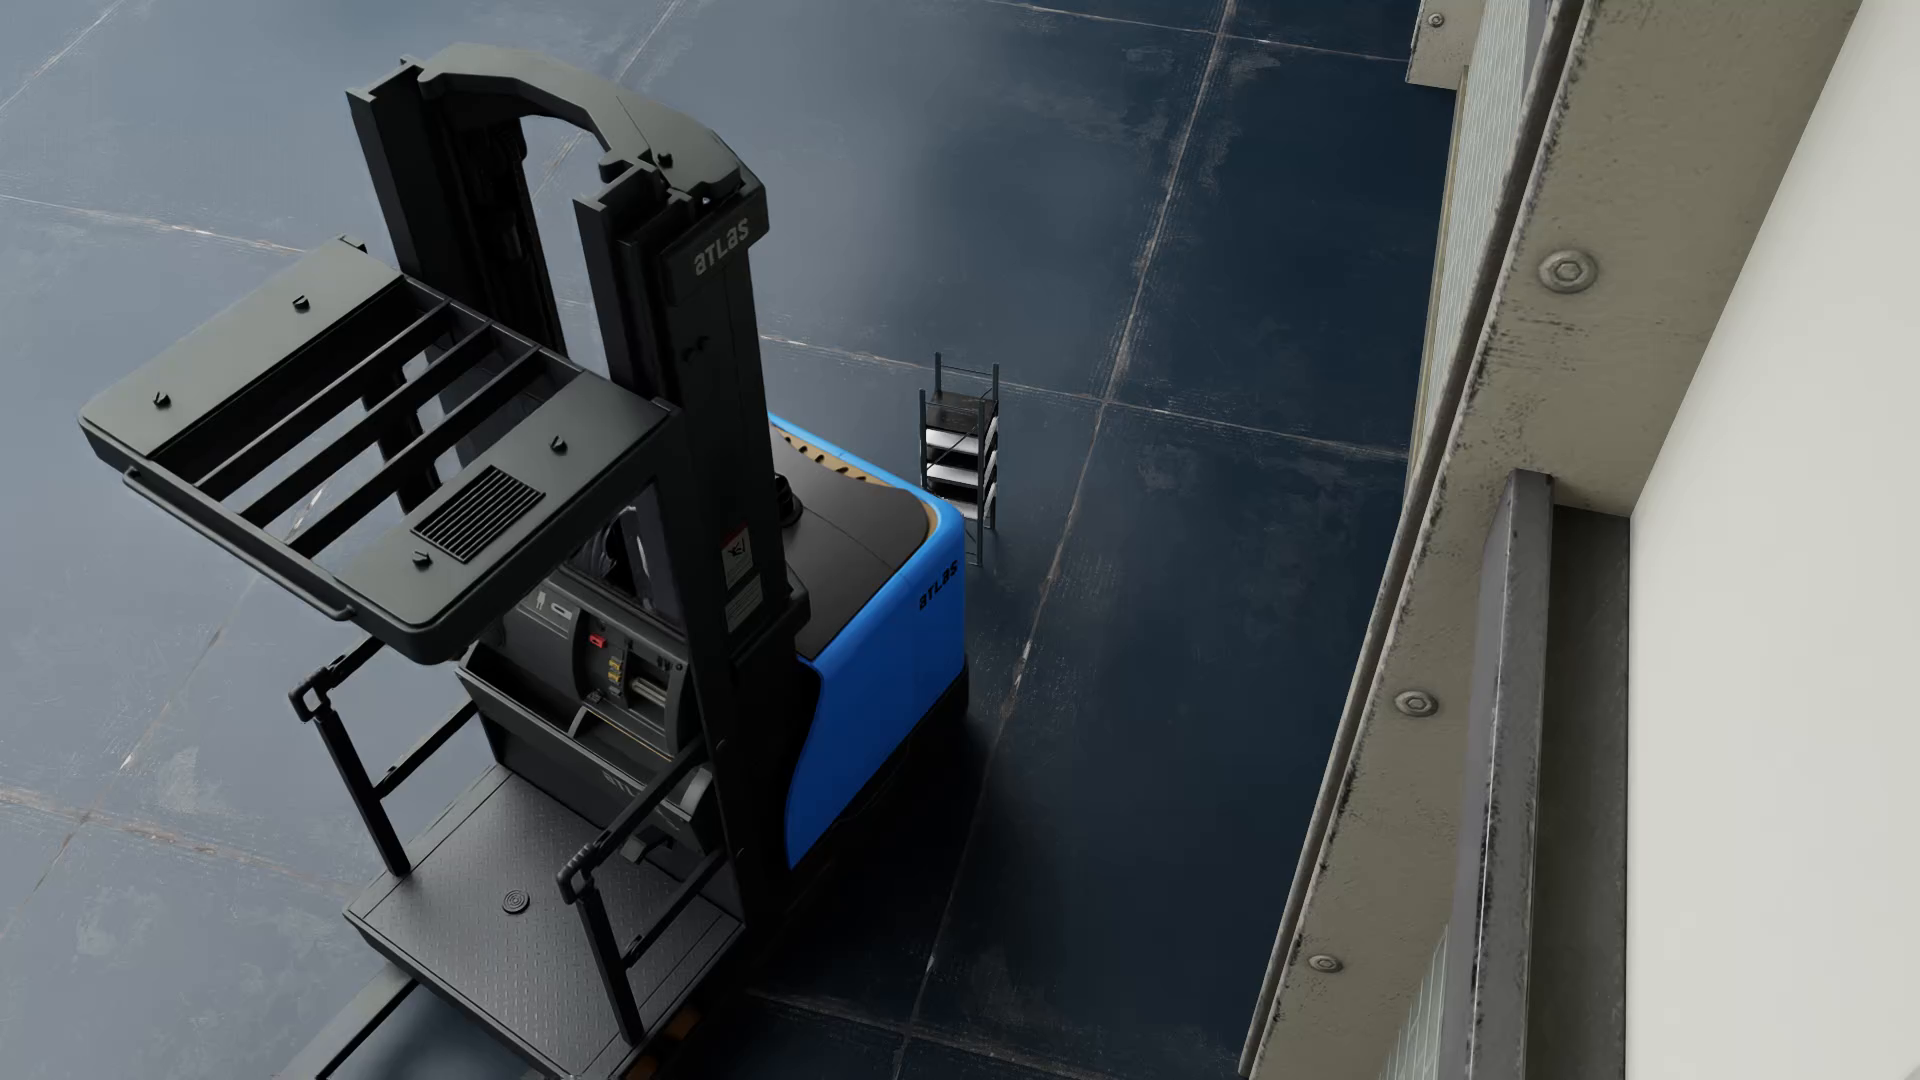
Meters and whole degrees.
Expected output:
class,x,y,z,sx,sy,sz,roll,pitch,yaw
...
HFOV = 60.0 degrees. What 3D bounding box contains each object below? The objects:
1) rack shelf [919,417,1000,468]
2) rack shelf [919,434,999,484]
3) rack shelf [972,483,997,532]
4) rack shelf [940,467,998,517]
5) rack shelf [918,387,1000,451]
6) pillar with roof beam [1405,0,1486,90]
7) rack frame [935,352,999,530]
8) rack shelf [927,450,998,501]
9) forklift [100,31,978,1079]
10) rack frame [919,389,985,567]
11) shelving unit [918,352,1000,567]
class,x,y,z,sx,sy,sz,roll,pitch,yaw
rack shelf,-0.002,-0.389,6.216,0.258,0.077,0.200,12,50,10
rack shelf,-0.002,-0.329,6.284,0.258,0.077,0.200,12,50,10
rack shelf,-0.002,-0.151,6.486,0.258,0.077,0.200,12,50,10
rack shelf,-0.002,-0.210,6.419,0.258,0.077,0.200,12,50,10
rack shelf,-0.002,-0.449,6.149,0.258,0.077,0.200,12,50,10
pillar with roof beam,-1.594,-6.365,6.285,9.100,9.000,0.400,12,50,10
rack frame,0.025,-0.365,6.391,0.240,0.900,0.006,12,50,10
rack shelf,-0.002,-0.270,6.351,0.258,0.077,0.200,12,50,10
forklift,-1.185,0.320,4.432,1.130,2.935,3.031,27,54,22
rack frame,-0.029,-0.218,6.261,0.240,0.900,0.006,12,50,10
shelving unit,-0.002,-0.292,6.326,0.258,0.900,0.210,12,50,10
